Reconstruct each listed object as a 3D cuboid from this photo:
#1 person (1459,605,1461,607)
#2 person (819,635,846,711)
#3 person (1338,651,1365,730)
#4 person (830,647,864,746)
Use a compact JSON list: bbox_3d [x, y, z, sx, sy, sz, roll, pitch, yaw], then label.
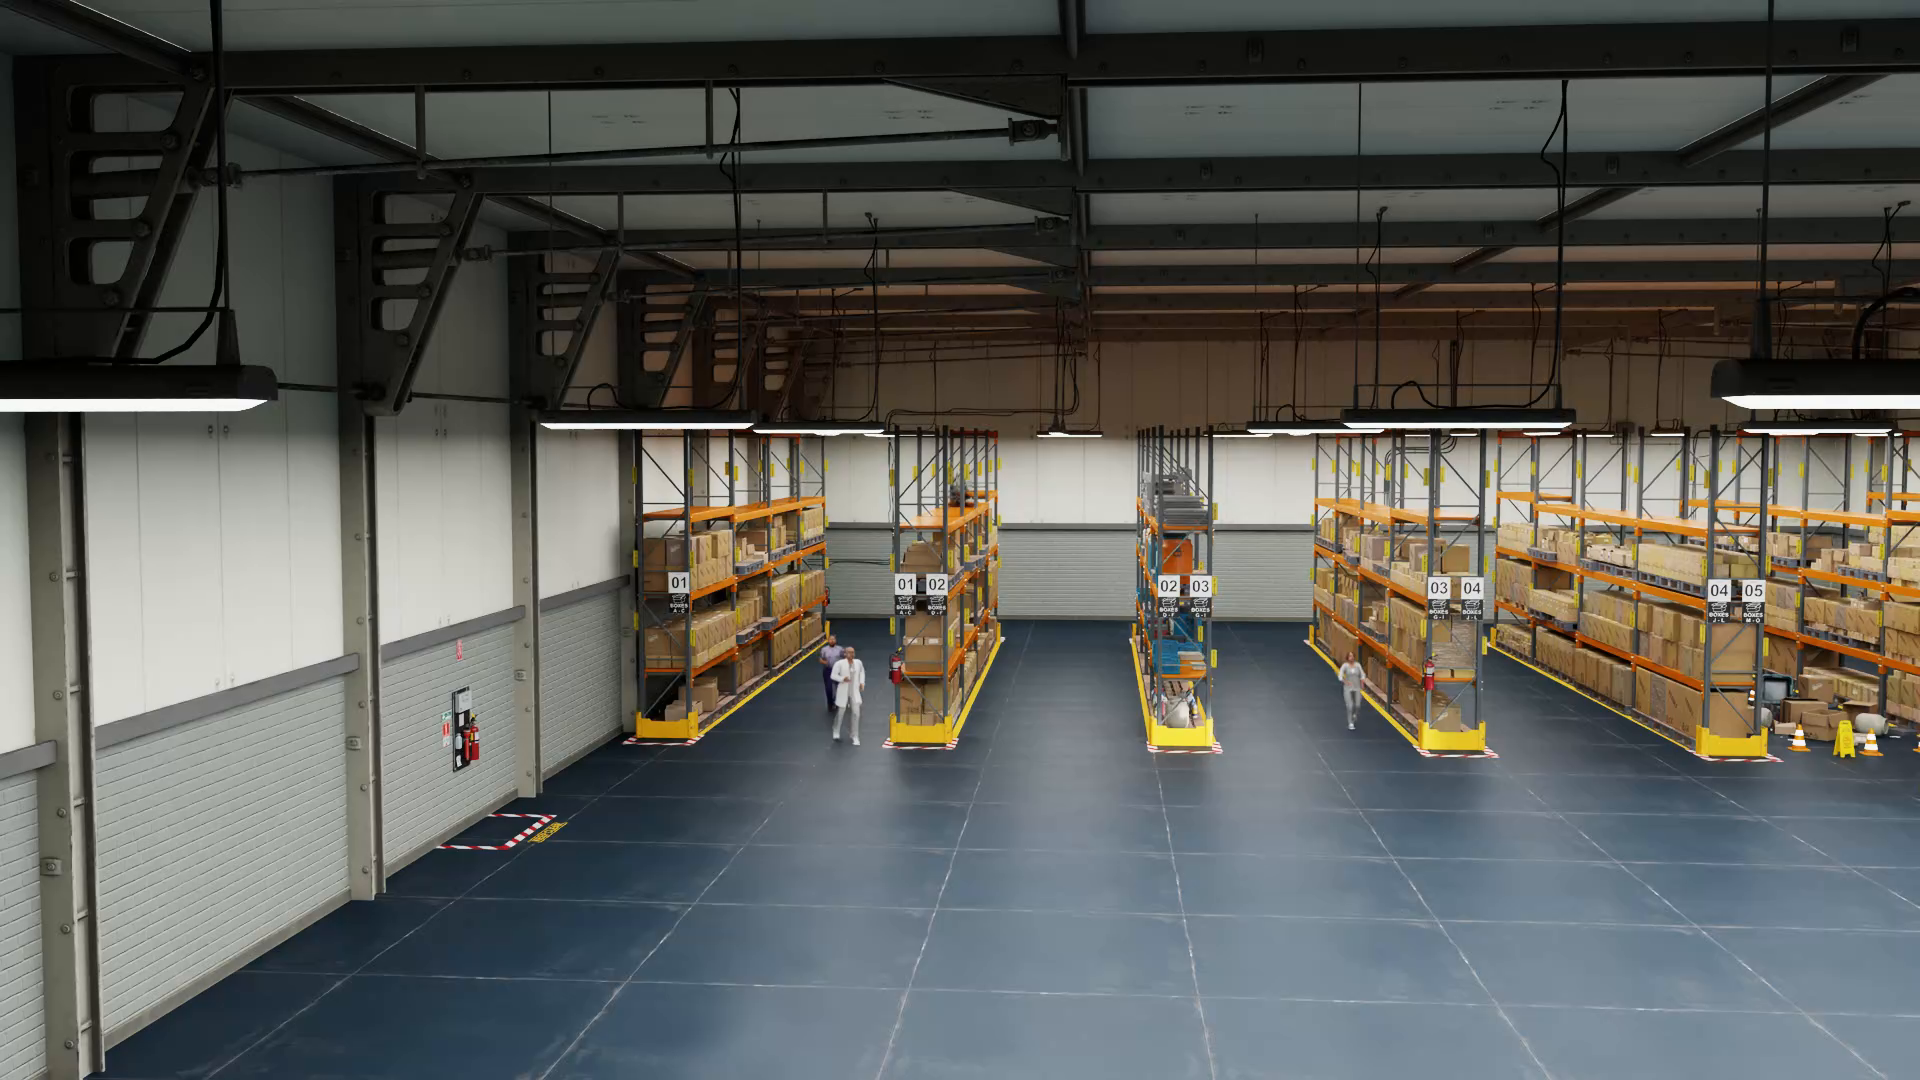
[{"bbox_3d":[13.317,2.270,43.812,0.598,1.622,0.719,1,4,15],"label":"person"},{"bbox_3d":[-2.672,2.807,35.012,0.591,1.618,0.576,0,3,-6],"label":"person"},{"bbox_3d":[7.748,2.971,32.875,0.555,1.554,0.563,0,3,5],"label":"person"},{"bbox_3d":[-2.106,2.940,31.486,0.726,1.854,0.801,-1,4,-21],"label":"person"}]
